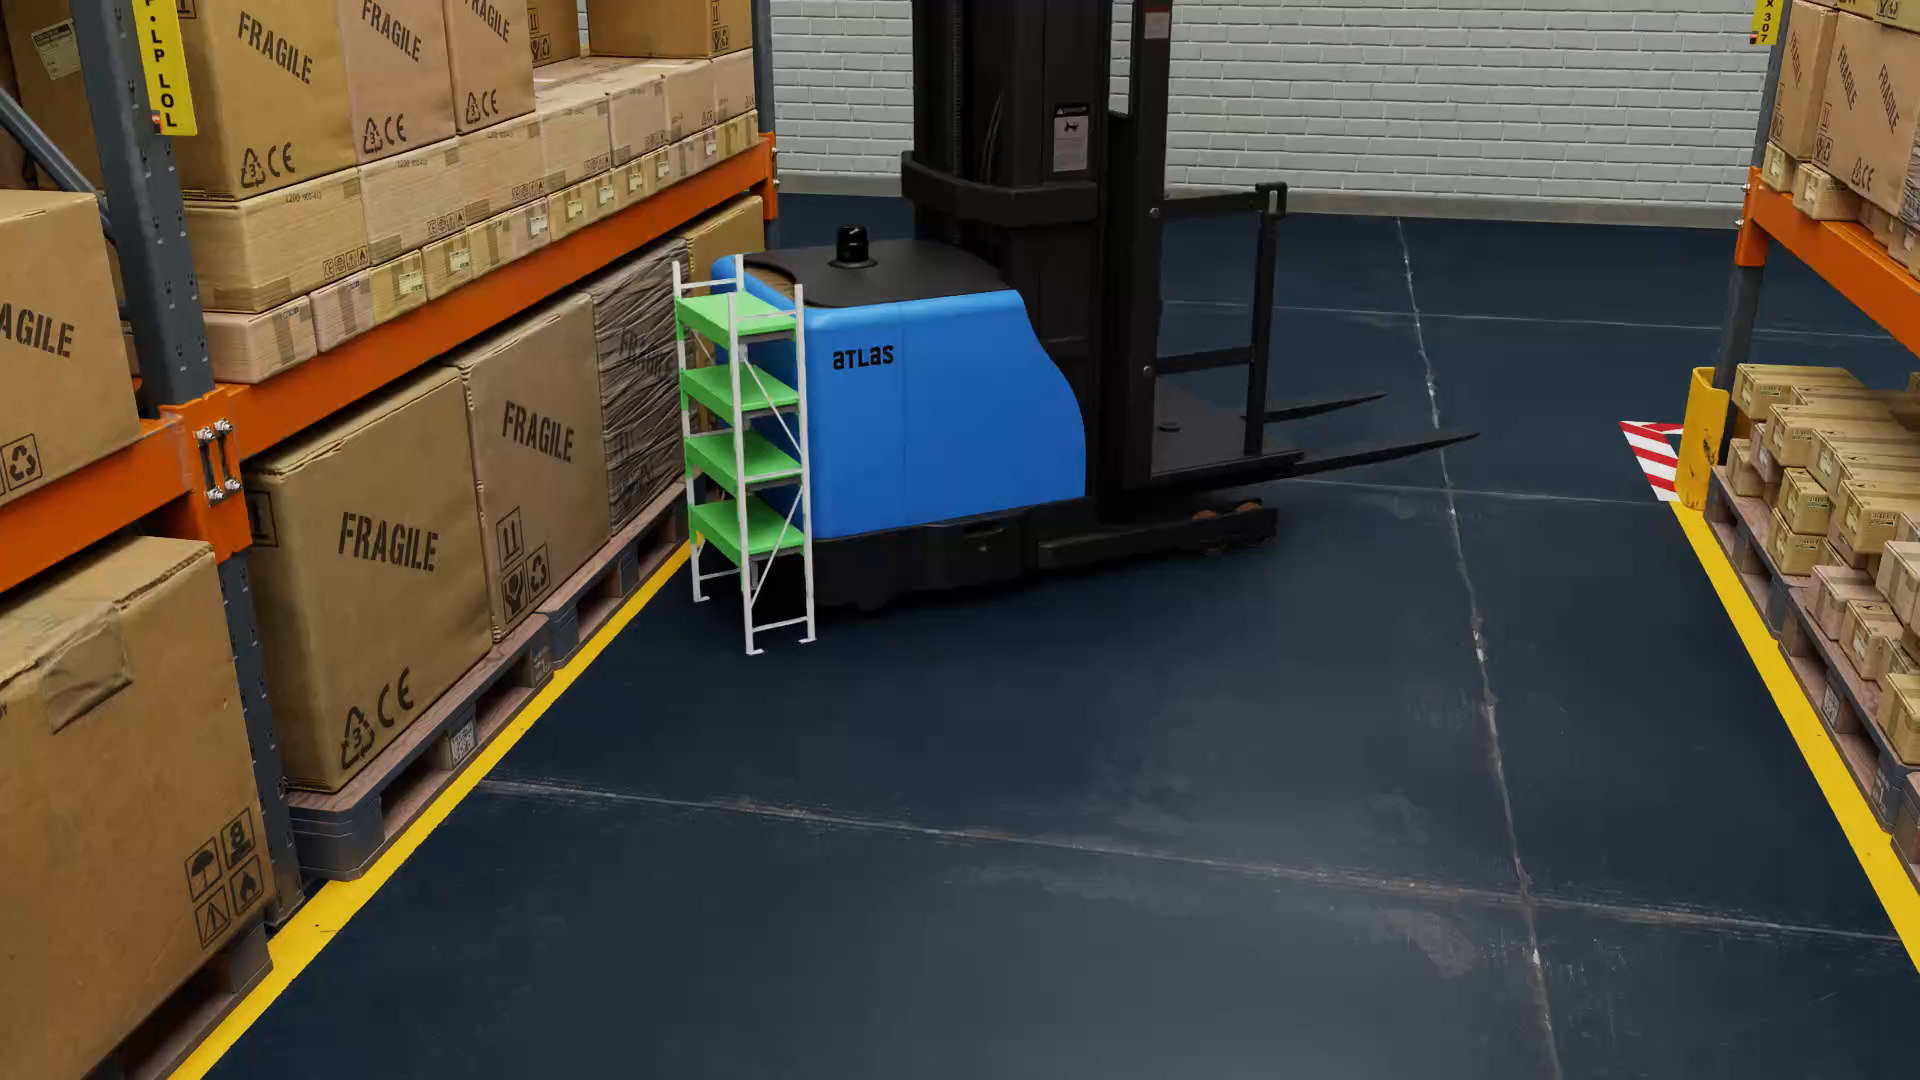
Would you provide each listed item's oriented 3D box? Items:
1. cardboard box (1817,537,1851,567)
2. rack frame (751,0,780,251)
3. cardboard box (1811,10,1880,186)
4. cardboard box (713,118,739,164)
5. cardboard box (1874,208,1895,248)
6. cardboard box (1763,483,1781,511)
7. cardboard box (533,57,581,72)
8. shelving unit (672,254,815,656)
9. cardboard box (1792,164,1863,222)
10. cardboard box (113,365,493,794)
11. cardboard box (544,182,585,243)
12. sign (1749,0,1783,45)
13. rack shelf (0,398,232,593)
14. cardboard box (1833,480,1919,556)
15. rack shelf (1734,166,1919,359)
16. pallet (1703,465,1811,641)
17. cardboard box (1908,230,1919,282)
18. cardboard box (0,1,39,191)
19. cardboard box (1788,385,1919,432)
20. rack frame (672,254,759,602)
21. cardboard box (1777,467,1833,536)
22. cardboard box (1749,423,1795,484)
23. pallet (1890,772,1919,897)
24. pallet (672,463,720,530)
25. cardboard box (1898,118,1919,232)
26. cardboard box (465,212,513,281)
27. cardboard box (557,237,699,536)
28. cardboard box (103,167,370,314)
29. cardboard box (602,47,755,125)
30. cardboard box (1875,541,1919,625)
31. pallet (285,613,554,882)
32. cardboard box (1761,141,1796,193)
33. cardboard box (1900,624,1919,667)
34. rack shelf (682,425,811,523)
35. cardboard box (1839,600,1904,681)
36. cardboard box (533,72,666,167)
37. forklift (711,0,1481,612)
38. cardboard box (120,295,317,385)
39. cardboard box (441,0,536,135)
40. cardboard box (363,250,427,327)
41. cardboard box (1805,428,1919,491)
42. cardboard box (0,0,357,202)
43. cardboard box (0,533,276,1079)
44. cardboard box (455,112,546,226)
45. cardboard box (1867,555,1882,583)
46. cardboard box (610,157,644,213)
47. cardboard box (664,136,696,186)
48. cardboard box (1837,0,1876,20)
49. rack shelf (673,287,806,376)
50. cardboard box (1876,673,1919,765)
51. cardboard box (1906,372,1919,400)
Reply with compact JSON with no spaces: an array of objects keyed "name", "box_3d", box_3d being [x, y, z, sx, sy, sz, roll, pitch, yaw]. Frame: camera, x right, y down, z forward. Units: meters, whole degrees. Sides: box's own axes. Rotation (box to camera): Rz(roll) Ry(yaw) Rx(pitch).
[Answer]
[{"name":"cardboard box","box_3d":[2.973,0.117,5.301,0.380,0.149,0.250,5,22,11]},{"name":"rack frame","box_3d":[-1.307,-1.972,7.234,1.000,3.000,0.127,4,22,11]},{"name":"cardboard box","box_3d":[3.082,-1.400,5.283,0.500,0.500,0.500,5,22,11]},{"name":"cardboard box","box_3d":[-1.108,-1.604,6.659,0.380,0.149,0.250,5,22,11]},{"name":"cardboard box","box_3d":[3.025,-0.953,5.042,0.380,0.149,0.250,4,22,10]},{"name":"cardboard box","box_3d":[3.135,-0.160,5.989,0.380,0.149,0.250,4,22,11]},{"name":"cardboard box","box_3d":[-1.768,-1.694,6.348,0.500,0.250,0.500,4,22,10]},{"name":"shelving unit","box_3d":[-0.707,-0.283,5.451,0.258,1.200,0.503,-12,25,-26]},{"name":"cardboard box","box_3d":[3.023,-1.156,5.545,0.380,0.149,0.250,4,22,9]},{"name":"cardboard box","box_3d":[-1.910,0.047,4.504,0.875,0.875,0.875,4,22,11]},{"name":"cardboard box","box_3d":[-1.420,-1.045,5.270,0.380,0.149,0.250,4,22,9]},{"name":"sign","box_3d":[2.997,-1.999,6.144,0.100,0.325,0.005,4,22,11]},{"name":"rack shelf","box_3d":[-2.531,0.557,1.920,1.077,0.370,4.000,4,22,11]},{"name":"cardboard box","box_3d":[2.840,-0.056,4.936,0.380,0.149,0.250,5,22,12]},{"name":"rack shelf","box_3d":[3.120,-0.491,4.521,1.077,0.370,4.000,4,22,11]},{"name":"pallet","box_3d":[3.313,0.059,5.924,1.003,0.211,1.213,4,22,11]},{"name":"cardboard box","box_3d":[2.873,-0.772,4.592,0.380,0.149,0.250,5,23,13]},{"name":"cardboard box","box_3d":[-2.291,-1.113,3.902,0.500,0.500,0.500,5,22,12]},{"name":"cardboard box","box_3d":[3.150,-0.429,5.861,0.380,0.149,0.250,5,22,12]},{"name":"rack frame","box_3d":[-0.824,-0.363,5.649,0.240,1.200,0.015,-12,25,-26]},{"name":"cardboard box","box_3d":[2.937,-0.117,5.485,0.380,0.149,0.250,5,23,13]},{"name":"cardboard box","box_3d":[3.059,-0.299,5.936,0.380,0.149,0.250,4,22,11]},{"name":"pallet","box_3d":[2.815,0.952,3.708,1.003,0.211,1.213,4,22,11]},{"name":"pallet","box_3d":[-1.393,-0.380,7.014,1.003,0.211,1.213,4,22,11]},{"name":"cardboard box","box_3d":[2.872,-1.035,4.376,0.500,0.500,0.500,4,22,10]},{"name":"cardboard box","box_3d":[-1.526,-0.857,4.803,0.380,0.149,0.250,4,22,10]},{"name":"cardboard box","box_3d":[-1.544,-0.608,6.129,0.875,0.875,0.875,4,22,11]},{"name":"cardboard box","box_3d":[-1.770,-0.729,3.951,0.500,0.250,0.500,4,22,10]},{"name":"cardboard box","box_3d":[-1.146,-1.842,6.716,0.500,0.250,0.500,4,22,10]},{"name":"cardboard box","box_3d":[2.724,0.126,4.484,0.380,0.149,0.250,4,22,9]},{"name":"pallet","box_3d":[-1.891,0.513,4.798,1.003,0.211,1.213,4,22,11]},{"name":"cardboard box","box_3d":[3.141,-1.346,6.018,0.380,0.149,0.250,4,22,10]},{"name":"cardboard box","box_3d":[2.800,0.282,4.494,0.380,0.149,0.250,3,22,8]},{"name":"rack shelf","box_3d":[-0.707,-0.224,5.475,0.258,0.148,0.480,-12,25,-26]},{"name":"cardboard box","box_3d":[2.806,0.305,4.835,0.380,0.149,0.250,4,22,11]},{"name":"cardboard box","box_3d":[-1.353,-1.471,5.793,0.500,0.250,0.500,4,22,9]},{"name":"forklift","box_3d":[0.640,-1.470,6.081,3.031,2.935,1.130,-10,24,-23]},{"name":"cardboard box","box_3d":[-1.737,-0.475,3.854,0.380,0.149,0.250,5,22,11]},{"name":"cardboard box","box_3d":[-1.565,-1.451,4.739,0.500,0.500,0.500,4,22,9]},{"name":"cardboard box","box_3d":[-1.630,-0.667,4.332,0.380,0.149,0.250,5,23,13]},{"name":"cardboard box","box_3d":[3.004,-0.250,5.416,0.380,0.149,0.250,3,22,8]},{"name":"cardboard box","box_3d":[-1.775,-1.081,3.820,0.500,0.500,0.500,4,22,11]},{"name":"cardboard box","box_3d":[-2.234,0.518,3.335,1.225,0.875,0.875,5,22,11]},{"name":"cardboard box","box_3d":[-1.564,-1.100,4.873,0.500,0.250,0.500,5,22,12]},{"name":"cardboard box","box_3d":[2.961,0.090,4.972,0.380,0.149,0.250,6,23,14]},{"name":"cardboard box","box_3d":[-1.316,-1.231,5.732,0.380,0.149,0.250,5,22,11]},{"name":"cardboard box","box_3d":[-1.213,-1.421,6.203,0.380,0.149,0.250,5,22,12]},{"name":"cardboard box","box_3d":[3.080,-1.876,5.125,0.500,0.500,0.500,5,22,12]},{"name":"rack shelf","box_3d":[-0.707,-0.669,5.295,0.258,0.148,0.480,-12,25,-26]},{"name":"cardboard box","box_3d":[2.670,0.486,4.385,0.380,0.149,0.250,4,22,11]},{"name":"cardboard box","box_3d":[3.669,-0.492,6.017,0.380,0.149,0.250,5,22,12]}]
